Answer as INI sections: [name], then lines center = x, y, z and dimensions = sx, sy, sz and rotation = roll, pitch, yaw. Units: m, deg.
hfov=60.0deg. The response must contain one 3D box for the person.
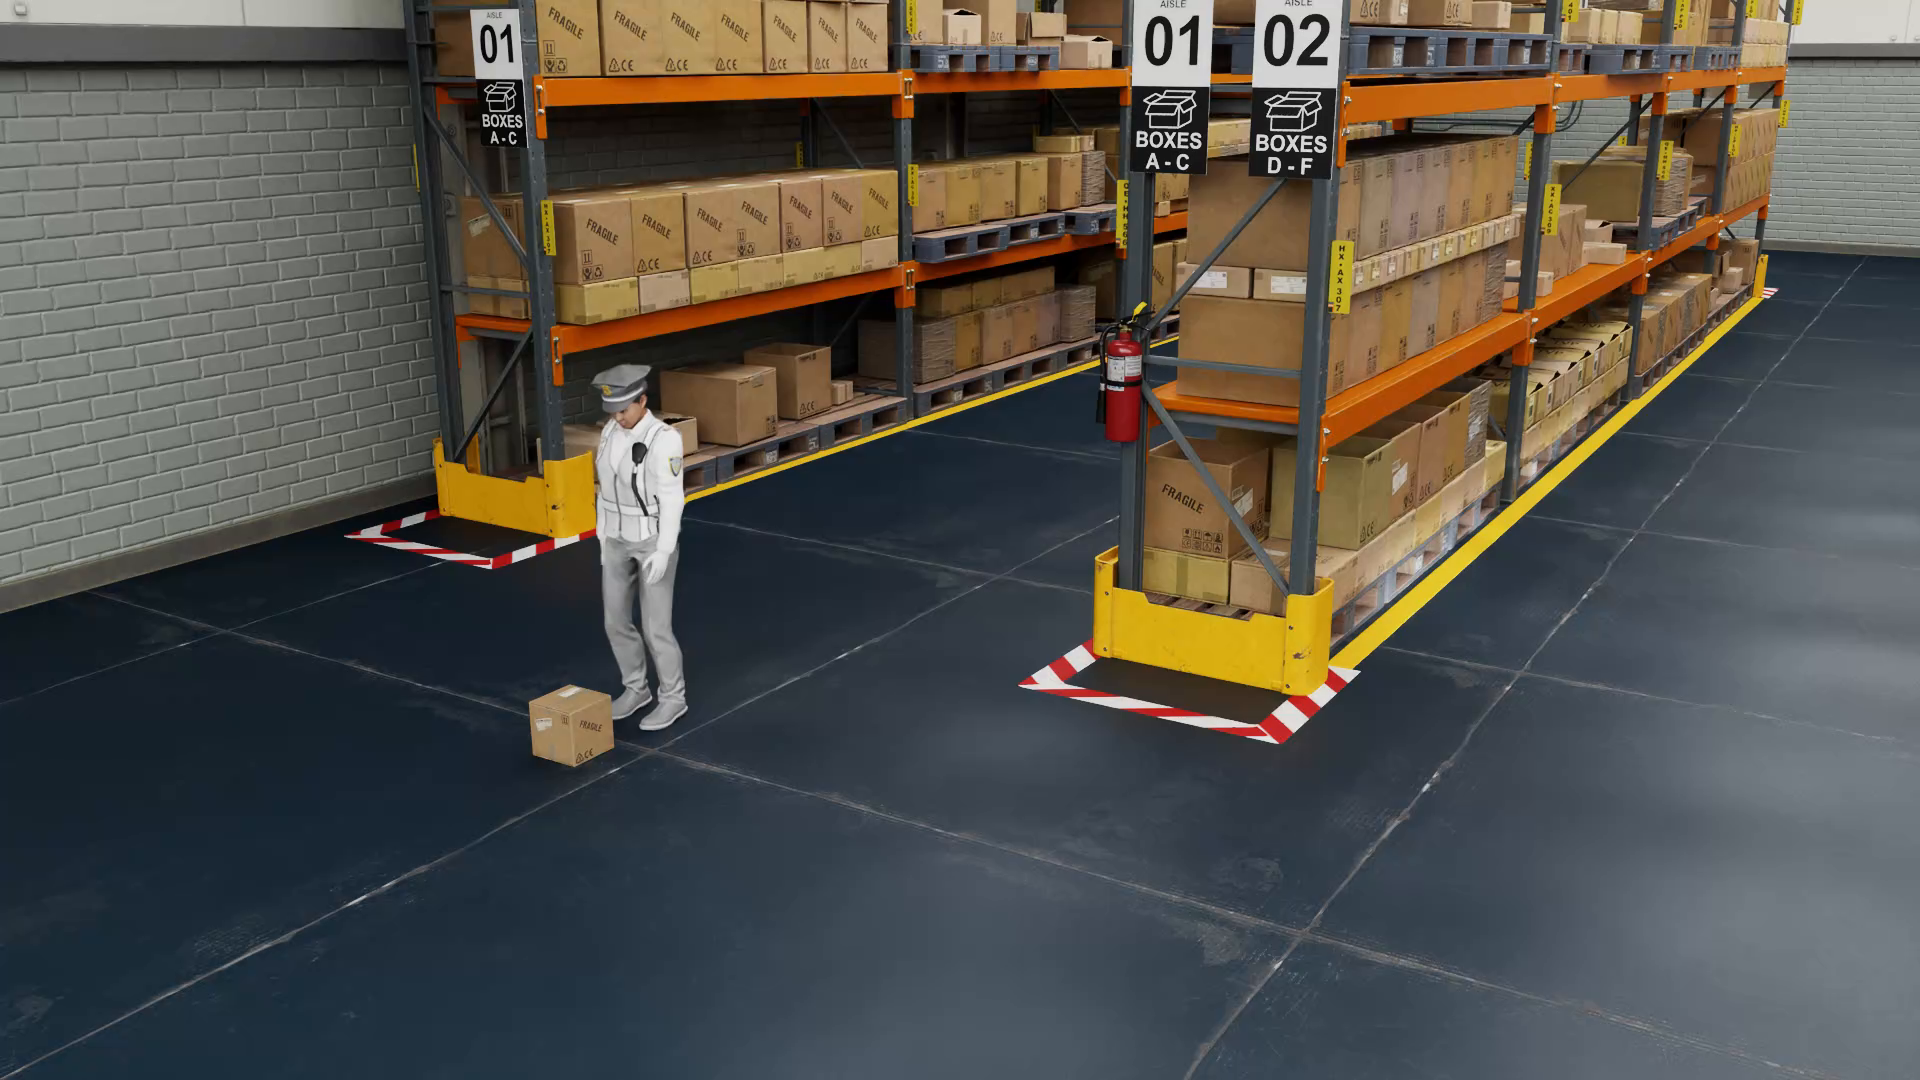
[person]
center = -1.430, 0.034, 7.454
dimensions = 0.482, 1.655, 0.366
rotation = 10, 19, 31
